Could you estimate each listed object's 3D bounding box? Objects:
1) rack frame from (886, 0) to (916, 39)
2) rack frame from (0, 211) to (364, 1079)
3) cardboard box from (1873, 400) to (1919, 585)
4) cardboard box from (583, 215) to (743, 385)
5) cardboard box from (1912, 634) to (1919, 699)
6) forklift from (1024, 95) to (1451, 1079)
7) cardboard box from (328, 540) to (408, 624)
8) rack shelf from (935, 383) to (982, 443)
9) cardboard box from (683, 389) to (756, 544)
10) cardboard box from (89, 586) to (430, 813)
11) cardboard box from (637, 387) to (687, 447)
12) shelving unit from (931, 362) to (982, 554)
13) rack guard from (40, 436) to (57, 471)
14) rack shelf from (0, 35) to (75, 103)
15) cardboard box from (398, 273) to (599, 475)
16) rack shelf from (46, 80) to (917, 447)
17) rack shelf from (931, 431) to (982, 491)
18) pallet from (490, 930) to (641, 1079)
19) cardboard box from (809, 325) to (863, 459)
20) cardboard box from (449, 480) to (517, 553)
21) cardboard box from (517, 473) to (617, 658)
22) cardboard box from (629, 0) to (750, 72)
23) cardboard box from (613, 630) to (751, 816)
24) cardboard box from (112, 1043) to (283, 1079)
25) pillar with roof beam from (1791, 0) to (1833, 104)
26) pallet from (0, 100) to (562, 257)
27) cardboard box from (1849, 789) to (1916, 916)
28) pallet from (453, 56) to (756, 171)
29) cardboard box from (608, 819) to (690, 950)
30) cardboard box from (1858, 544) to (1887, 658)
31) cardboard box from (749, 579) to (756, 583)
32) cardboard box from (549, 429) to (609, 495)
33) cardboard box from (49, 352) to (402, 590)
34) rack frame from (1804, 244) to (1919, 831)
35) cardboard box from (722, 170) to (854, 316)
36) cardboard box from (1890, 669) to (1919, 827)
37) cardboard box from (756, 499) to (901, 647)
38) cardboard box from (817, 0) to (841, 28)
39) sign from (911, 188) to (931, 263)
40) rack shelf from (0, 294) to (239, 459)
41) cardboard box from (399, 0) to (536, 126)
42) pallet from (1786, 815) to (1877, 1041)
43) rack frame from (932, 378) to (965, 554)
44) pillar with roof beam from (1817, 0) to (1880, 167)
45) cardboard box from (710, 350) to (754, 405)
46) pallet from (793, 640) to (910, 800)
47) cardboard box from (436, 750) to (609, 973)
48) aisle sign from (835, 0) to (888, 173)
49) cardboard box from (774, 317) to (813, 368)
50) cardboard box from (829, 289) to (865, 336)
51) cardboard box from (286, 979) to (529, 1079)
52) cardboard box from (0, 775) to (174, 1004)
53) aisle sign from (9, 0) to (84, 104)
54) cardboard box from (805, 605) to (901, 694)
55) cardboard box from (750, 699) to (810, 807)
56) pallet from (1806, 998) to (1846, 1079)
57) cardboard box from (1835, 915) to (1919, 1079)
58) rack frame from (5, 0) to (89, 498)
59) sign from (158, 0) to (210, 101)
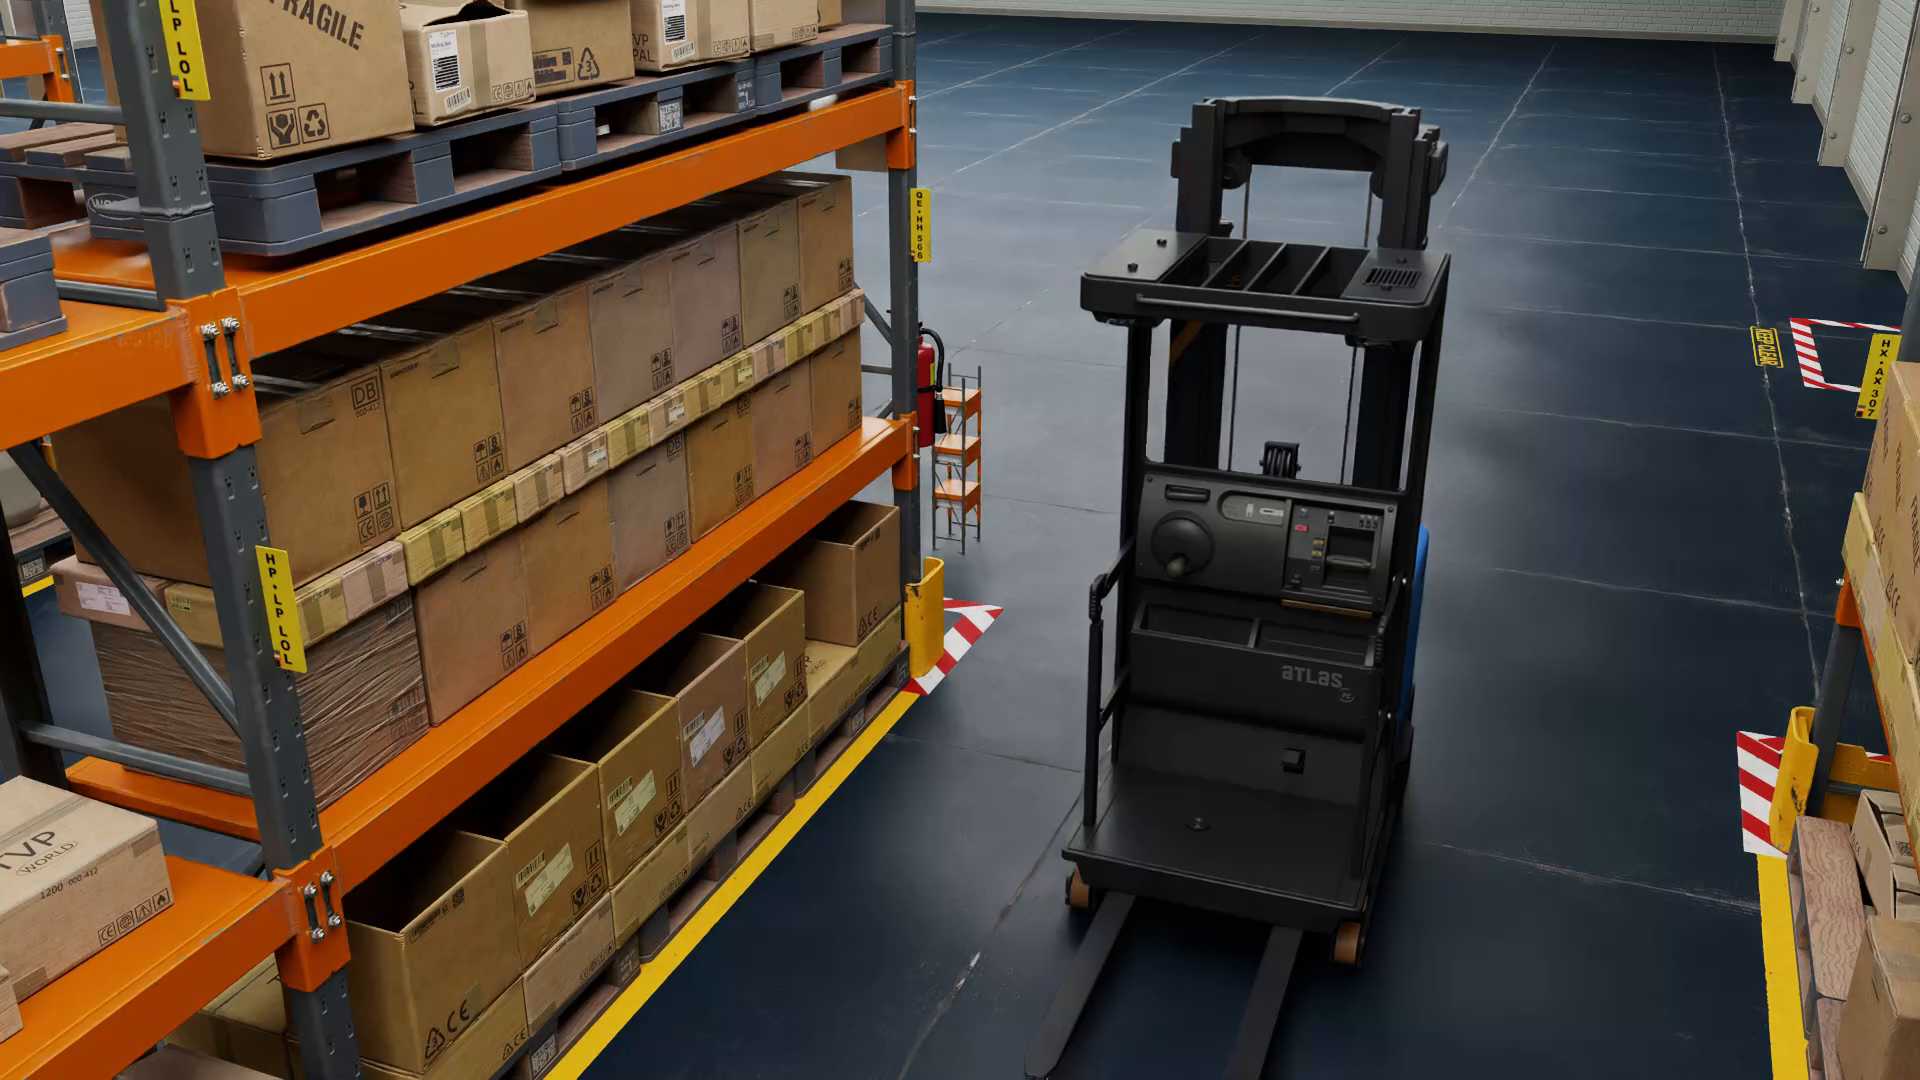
[{"bbox_3d":[-0.677,-3.606,6.706,1.000,3.000,0.127,9,24,20],"label":"rack frame"},{"bbox_3d":[-2.162,0.594,4.436,1.000,3.000,0.127,9,24,20],"label":"rack frame"},{"bbox_3d":[3.275,-0.112,5.323,0.500,0.500,0.500,9,24,20],"label":"cardboard box"},{"bbox_3d":[-1.258,-0.928,6.268,0.700,0.500,0.500,9,24,20],"label":"cardboard box"},{"bbox_3d":[2.896,0.258,4.436,0.500,0.500,0.500,10,25,22],"label":"cardboard box"},{"bbox_3d":[1.042,0.017,5.908,1.130,2.935,3.031,8,24,19],"label":"forklift"},{"bbox_3d":[-1.790,0.090,4.670,0.380,0.149,0.250,9,24,21],"label":"cardboard box"},{"bbox_3d":[-0.020,-0.717,9.397,0.215,0.259,0.240,9,24,20],"label":"rack shelf"},{"bbox_3d":[-1.242,-0.353,6.573,0.700,0.500,0.500,9,24,20],"label":"cardboard box"},{"bbox_3d":[-2.004,0.388,4.799,0.700,0.500,0.500,8,24,19],"label":"cardboard box"},{"bbox_3d":[-1.216,-0.463,5.996,0.380,0.149,0.250,8,24,19],"label":"cardboard box"},{"bbox_3d":[-0.020,-0.465,9.502,0.215,1.050,0.252,9,24,20],"label":"shelving unit"},{"bbox_3d":[-5.259,-0.360,9.964,1.175,0.500,0.348,9,24,20],"label":"rack guard"},{"bbox_3d":[-6.017,-1.884,7.411,1.077,0.370,4.000,9,24,20],"label":"rack shelf"},{"bbox_3d":[-1.630,-0.570,5.411,0.700,0.500,0.500,9,24,20],"label":"cardboard box"},{"bbox_3d":[-1.420,-1.174,5.710,1.077,0.370,4.000,9,24,20],"label":"rack shelf"},{"bbox_3d":[-0.020,-0.456,9.506,0.215,0.259,0.240,9,24,20],"label":"rack shelf"},{"bbox_3d":[-1.828,1.602,5.640,1.003,0.211,1.213,9,24,20],"label":"pallet"},{"bbox_3d":[-0.862,-0.718,7.448,0.700,0.500,0.500,9,24,20],"label":"cardboard box"},{"bbox_3d":[-1.599,-0.096,5.117,0.380,0.149,0.250,9,24,20],"label":"cardboard box"},{"bbox_3d":[-1.624,0.020,5.682,0.700,0.500,0.500,9,24,21],"label":"cardboard box"},{"bbox_3d":[-1.066,-1.790,5.641,0.500,0.311,0.500,12,25,26],"label":"cardboard box"},{"bbox_3d":[-1.144,0.665,6.316,0.500,0.500,0.500,9,24,20],"label":"cardboard box"},{"bbox_3d":[-2.047,1.596,4.332,0.500,0.311,0.500,9,24,20],"label":"cardboard box"},{"bbox_3d":[9.385,-11.728,26.152,9.100,9.000,0.400,9,24,20],"label":"pillar with roof beam"},{"bbox_3d":[-1.870,-1.058,4.614,1.003,0.211,1.213,9,24,20],"label":"pallet"},{"bbox_3d":[3.583,1.143,6.040,0.500,0.311,0.500,6,23,14],"label":"cardboard box"},{"bbox_3d":[-1.415,-1.493,5.656,1.003,0.211,1.213,9,24,20],"label":"pallet"},{"bbox_3d":[-1.328,1.190,6.031,0.500,0.250,0.500,9,24,20],"label":"cardboard box"},{"bbox_3d":[3.268,0.248,5.434,0.500,0.250,0.500,8,24,18],"label":"cardboard box"},{"bbox_3d":[-1.082,0.398,7.929,0.500,0.250,0.500,9,24,20],"label":"cardboard box"},{"bbox_3d":[-1.408,-0.282,5.561,0.380,0.149,0.250,8,24,19],"label":"cardboard box"},{"bbox_3d":[-2.004,-0.210,4.549,0.700,0.500,0.500,9,24,20],"label":"cardboard box"},{"bbox_3d":[3.924,-0.129,6.168,1.000,3.000,0.127,9,24,20],"label":"rack frame"},{"bbox_3d":[-0.882,-1.298,7.153,0.700,0.500,0.500,9,24,20],"label":"cardboard box"},{"bbox_3d":[2.884,0.610,4.567,0.500,0.250,0.500,9,24,21],"label":"cardboard box"},{"bbox_3d":[-0.600,0.126,7.606,0.500,0.500,0.500,9,24,20],"label":"cardboard box"},{"bbox_3d":[-0.894,-2.322,6.666,0.797,0.503,0.637,11,25,24],"label":"cardboard box"},{"bbox_3d":[-0.178,-1.398,7.396,0.100,0.325,0.005,9,24,20],"label":"sign"},{"bbox_3d":[-2.905,0.258,2.283,1.077,0.370,4.000,9,24,20],"label":"rack shelf"},{"bbox_3d":[-1.530,-1.343,4.571,0.500,0.311,0.500,7,24,17],"label":"cardboard box"},{"bbox_3d":[3.561,1.470,5.957,1.003,0.211,1.213,9,24,20],"label":"pallet"},{"bbox_3d":[-0.065,-0.422,9.397,0.200,1.050,0.008,9,24,20],"label":"rack frame"},{"bbox_3d":[7.156,-9.581,21.012,9.100,9.000,0.400,9,24,20],"label":"pillar with roof beam"},{"bbox_3d":[-1.025,-0.650,6.442,0.380,0.149,0.250,10,25,22],"label":"cardboard box"},{"bbox_3d":[-0.922,0.729,7.731,1.003,0.211,1.213,9,24,20],"label":"pallet"},{"bbox_3d":[-1.521,1.022,5.461,0.500,0.500,0.500,9,24,20],"label":"cardboard box"},{"bbox_3d":[-0.380,-2.018,7.317,0.394,0.787,0.004,9,24,20],"label":"aisle sign"},{"bbox_3d":[-0.833,-0.833,6.882,0.380,0.149,0.250,8,24,19],"label":"cardboard box"},{"bbox_3d":[-0.642,-1.019,7.326,0.380,0.149,0.250,8,24,19],"label":"cardboard box"},{"bbox_3d":[-1.709,1.547,5.178,0.500,0.250,0.500,9,24,20],"label":"cardboard box"},{"bbox_3d":[-2.305,0.846,4.028,0.500,0.250,0.500,10,25,23],"label":"cardboard box"},{"bbox_3d":[-4.972,-2.731,9.023,0.394,0.787,0.004,9,24,20],"label":"aisle sign"},{"bbox_3d":[-0.602,0.472,7.751,0.500,0.250,0.500,9,24,20],"label":"cardboard box"},{"bbox_3d":[-0.960,0.832,6.890,0.500,0.250,0.500,9,24,20],"label":"cardboard box"},{"bbox_3d":[3.106,1.905,4.915,1.003,0.211,1.213,9,24,20],"label":"pallet"},{"bbox_3d":[3.053,1.515,4.903,0.700,0.500,0.500,7,24,17],"label":"cardboard box"},{"bbox_3d":[-5.274,-1.548,9.564,1.000,3.000,0.127,9,24,20],"label":"rack frame"},{"bbox_3d":[-1.655,-1.100,3.520,0.100,0.325,0.005,9,24,20],"label":"sign"}]
